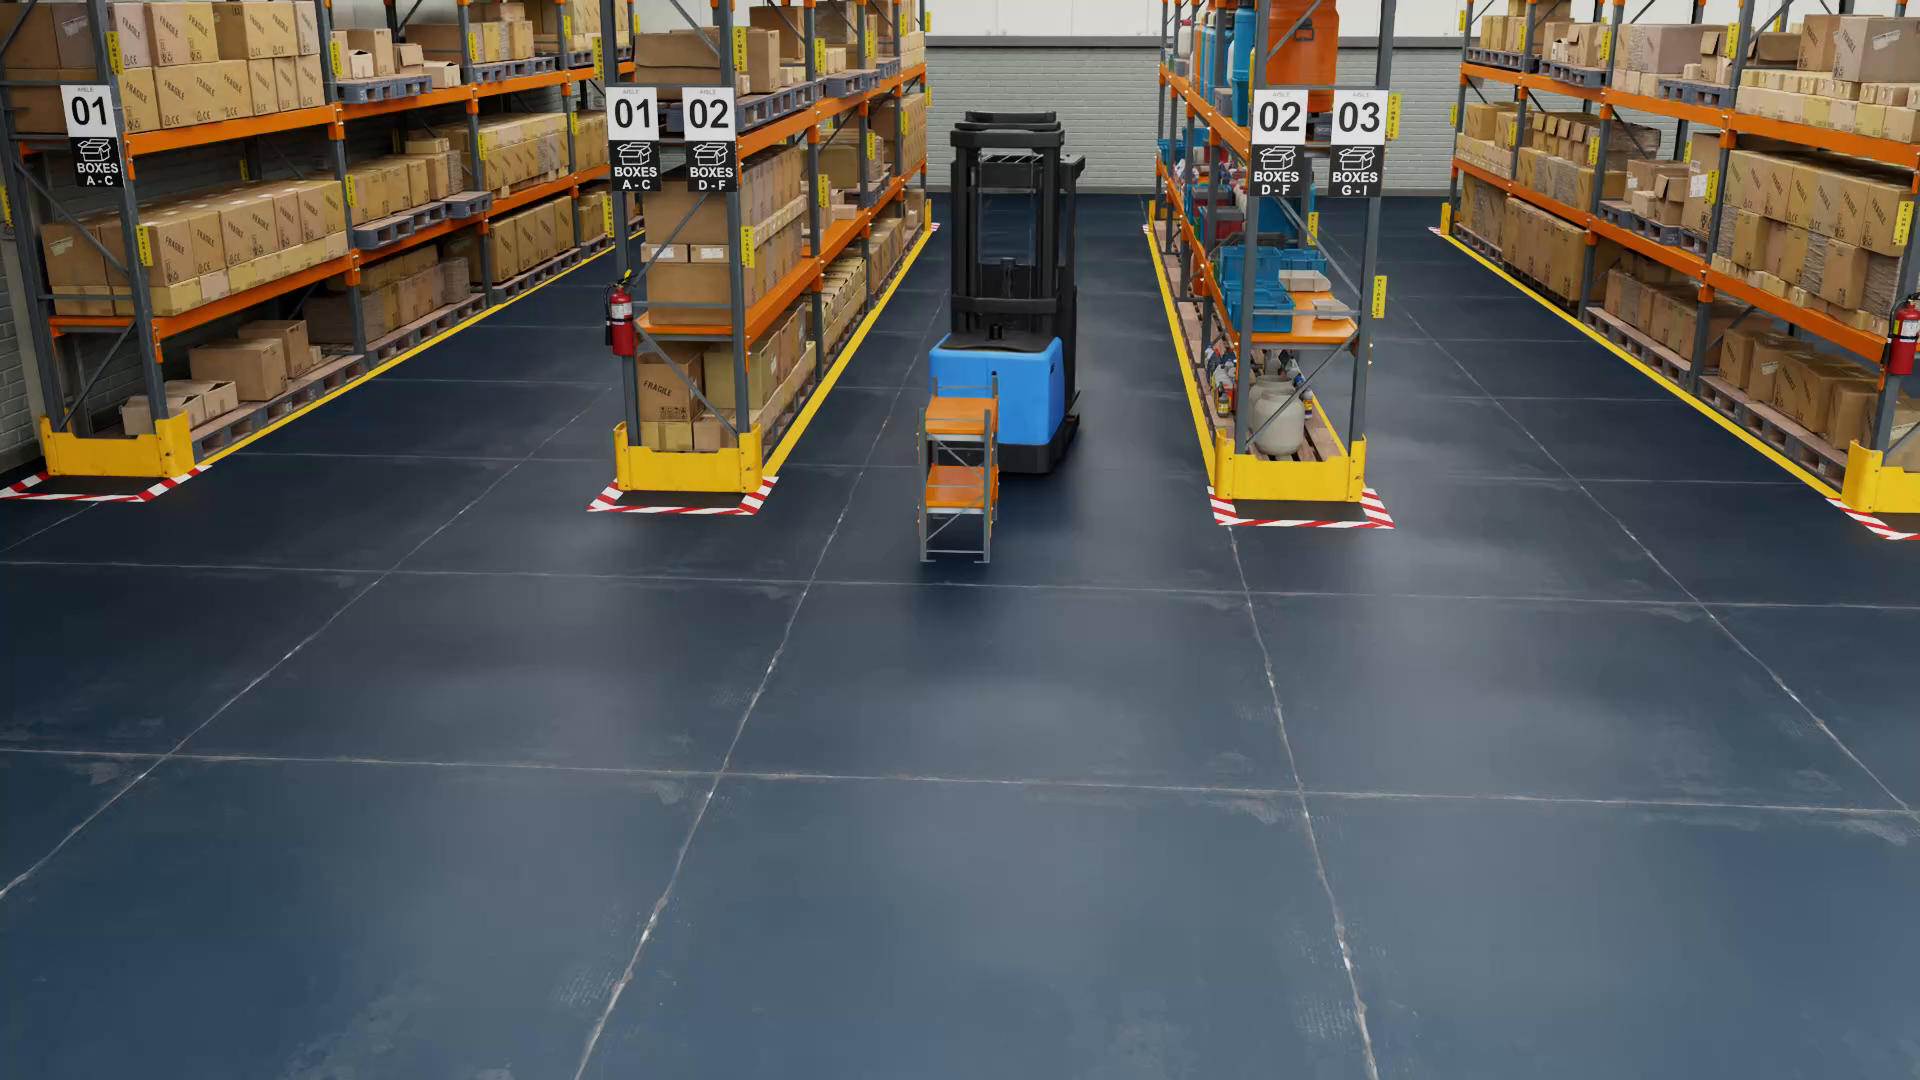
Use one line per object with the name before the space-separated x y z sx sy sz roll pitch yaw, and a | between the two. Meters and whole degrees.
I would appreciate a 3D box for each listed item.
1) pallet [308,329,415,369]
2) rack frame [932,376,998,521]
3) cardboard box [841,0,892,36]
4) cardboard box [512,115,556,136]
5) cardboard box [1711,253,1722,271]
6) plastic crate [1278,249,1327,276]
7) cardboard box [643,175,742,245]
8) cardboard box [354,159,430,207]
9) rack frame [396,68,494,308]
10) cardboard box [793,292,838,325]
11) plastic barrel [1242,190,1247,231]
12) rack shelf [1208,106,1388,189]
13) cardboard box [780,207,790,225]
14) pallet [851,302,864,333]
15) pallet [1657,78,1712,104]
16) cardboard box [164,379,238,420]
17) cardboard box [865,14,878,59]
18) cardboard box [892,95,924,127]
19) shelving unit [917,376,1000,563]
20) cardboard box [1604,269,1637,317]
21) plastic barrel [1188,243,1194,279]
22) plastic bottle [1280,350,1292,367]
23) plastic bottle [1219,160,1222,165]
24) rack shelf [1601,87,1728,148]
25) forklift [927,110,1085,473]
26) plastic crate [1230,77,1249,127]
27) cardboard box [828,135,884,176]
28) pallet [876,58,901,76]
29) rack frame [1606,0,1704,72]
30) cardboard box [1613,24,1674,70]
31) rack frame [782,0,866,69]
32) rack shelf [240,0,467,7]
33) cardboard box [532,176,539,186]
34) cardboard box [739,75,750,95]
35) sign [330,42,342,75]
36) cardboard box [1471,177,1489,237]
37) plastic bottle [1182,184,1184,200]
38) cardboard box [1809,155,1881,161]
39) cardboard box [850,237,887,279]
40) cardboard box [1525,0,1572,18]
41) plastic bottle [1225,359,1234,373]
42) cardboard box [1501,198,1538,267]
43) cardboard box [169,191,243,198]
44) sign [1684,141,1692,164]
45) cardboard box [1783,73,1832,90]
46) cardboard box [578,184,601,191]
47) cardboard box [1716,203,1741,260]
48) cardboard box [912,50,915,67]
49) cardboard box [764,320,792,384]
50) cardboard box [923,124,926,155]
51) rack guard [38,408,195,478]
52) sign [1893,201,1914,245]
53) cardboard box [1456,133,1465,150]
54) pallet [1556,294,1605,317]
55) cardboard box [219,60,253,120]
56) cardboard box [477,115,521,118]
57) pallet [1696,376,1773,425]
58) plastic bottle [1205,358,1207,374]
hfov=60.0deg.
pallet | -6.834 -2.152 18.652 1.003 0.211 1.213 1 18 4
rack frame | 0.037 -0.695 12.736 0.500 1.125 0.032 1 18 4
cardboard box | -1.377 -7.711 24.554 0.700 0.500 0.500 1 18 4
cardboard box | -6.140 -5.965 23.937 0.500 0.250 0.500 2 18 5
cardboard box | 7.618 -2.724 16.323 0.380 0.149 0.250 1 18 4
plastic crate | 3.184 -2.594 15.761 0.499 0.251 0.616 1 18 4
cardboard box | -2.184 -2.709 13.629 0.700 0.500 0.500 1 18 4
cardboard box | -6.693 -4.201 19.559 0.700 0.500 0.500 1 18 4
rack frame | -6.602 -4.478 21.271 1.000 3.000 0.127 1 18 4
cardboard box | -1.628 -2.564 18.270 0.500 0.311 0.500 1 18 3
plastic barrel | 3.333 -3.599 18.371 0.433 0.535 0.433 0 18 0
rack shelf | 2.849 -3.477 14.554 1.077 0.370 4.000 1 18 4
cardboard box | -1.828 -3.077 15.793 0.380 0.149 0.250 1 18 4
pallet | -1.759 -2.788 20.594 1.003 0.211 1.213 1 18 4
pallet | 8.155 -4.752 17.591 1.213 0.211 1.003 1 18 4
cardboard box | -6.995 -1.314 15.229 0.500 0.311 0.500 3 18 8
cardboard box | -1.484 -7.176 23.693 0.600 0.600 0.600 0 18 -1
cardboard box | -0.880 -7.074 27.429 0.500 0.500 0.500 2 18 5
shelving unit | 0.000 -0.537 12.254 0.538 1.125 1.048 1 18 4
cardboard box | 8.192 -2.959 19.943 0.700 0.500 0.500 0 18 1
plastic barrel | 3.379 -3.813 22.442 0.600 0.588 0.708 1 18 4
plastic bottle | 3.220 -1.699 16.337 0.144 0.351 0.185 0 18 1
plastic bottle | 3.683 -5.186 23.512 0.144 0.351 0.185 1 18 4
rack shelf | 8.076 -4.609 18.008 1.077 0.370 4.000 1 18 4
forklift | 0.510 -2.368 14.942 1.130 2.935 3.031 3 18 10
plastic crate | 2.542 -3.789 14.377 0.392 0.384 0.575 1 18 4
cardboard box | -1.439 -5.308 22.969 0.700 0.500 0.500 -3 18 -10
pallet | -1.491 -6.746 23.678 1.213 0.211 1.003 1 18 4
rack frame | 8.220 -6.997 19.325 1.000 3.000 0.127 1 18 4
cardboard box | 7.930 -5.716 19.271 0.500 0.500 0.500 1 18 4
rack frame | -1.661 -7.219 20.003 1.000 3.000 0.127 1 18 4
rack shelf | -6.745 -6.176 18.616 1.077 0.370 4.000 1 18 4
cardboard box | -6.192 -5.105 23.558 0.380 0.149 0.250 1 18 2
cardboard box | -1.974 -3.817 13.943 0.380 0.149 0.250 1 18 4
sign | -6.347 -4.897 16.903 0.100 0.325 0.005 1 18 4
cardboard box | 8.762 -5.337 26.633 0.875 0.875 0.875 1 18 4
plastic bottle | 2.954 -4.559 21.725 0.097 0.271 0.097 0 18 0
cardboard box | 8.141 -3.267 15.331 0.500 0.500 0.500 1 18 4
cardboard box | -1.270 -3.843 22.642 0.500 0.500 0.500 1 18 3
cardboard box | 8.580 -7.757 24.261 0.500 0.250 0.500 0 18 0
plastic bottle | 2.631 -1.638 16.279 0.097 0.271 0.097 0 18 0
cardboard box | 8.481 -4.379 23.708 1.225 0.875 0.875 1 18 4
cardboard box | -7.213 -3.074 15.990 0.500 0.500 0.500 2 18 5
sign | 8.762 -4.650 20.063 0.100 0.325 0.005 1 18 4
cardboard box | 7.636 -4.108 14.926 0.380 0.149 0.250 2 18 6
cardboard box | -6.223 -5.871 27.821 0.380 0.149 0.250 1 18 4
cardboard box | 7.839 -2.954 15.983 0.875 0.500 0.500 1 18 4
cardboard box | -0.983 -7.576 26.151 0.500 0.250 0.500 1 18 4
cardboard box | -1.864 -1.760 15.515 0.500 0.500 0.500 1 18 4
cardboard box | -0.848 -6.755 28.062 0.500 0.500 0.500 2 18 6
rack guard | -7.170 -0.829 14.150 1.175 0.500 0.348 1 18 4
sign | 7.094 -2.380 12.504 0.100 0.325 0.005 1 18 4
cardboard box | 8.490 -6.558 27.382 0.500 0.250 0.500 1 18 2
pallet | 8.351 -3.064 21.435 1.003 0.211 1.213 1 18 4
cardboard box | -6.778 -4.068 15.011 0.500 0.500 0.500 2 18 7
cardboard box | -6.639 -5.975 23.966 0.500 0.250 0.500 1 18 5
pallet | 7.920 -1.369 16.263 1.003 0.211 1.213 1 18 4
plastic bottle | 2.525 -1.773 16.804 0.097 0.201 0.097 0 18 0
